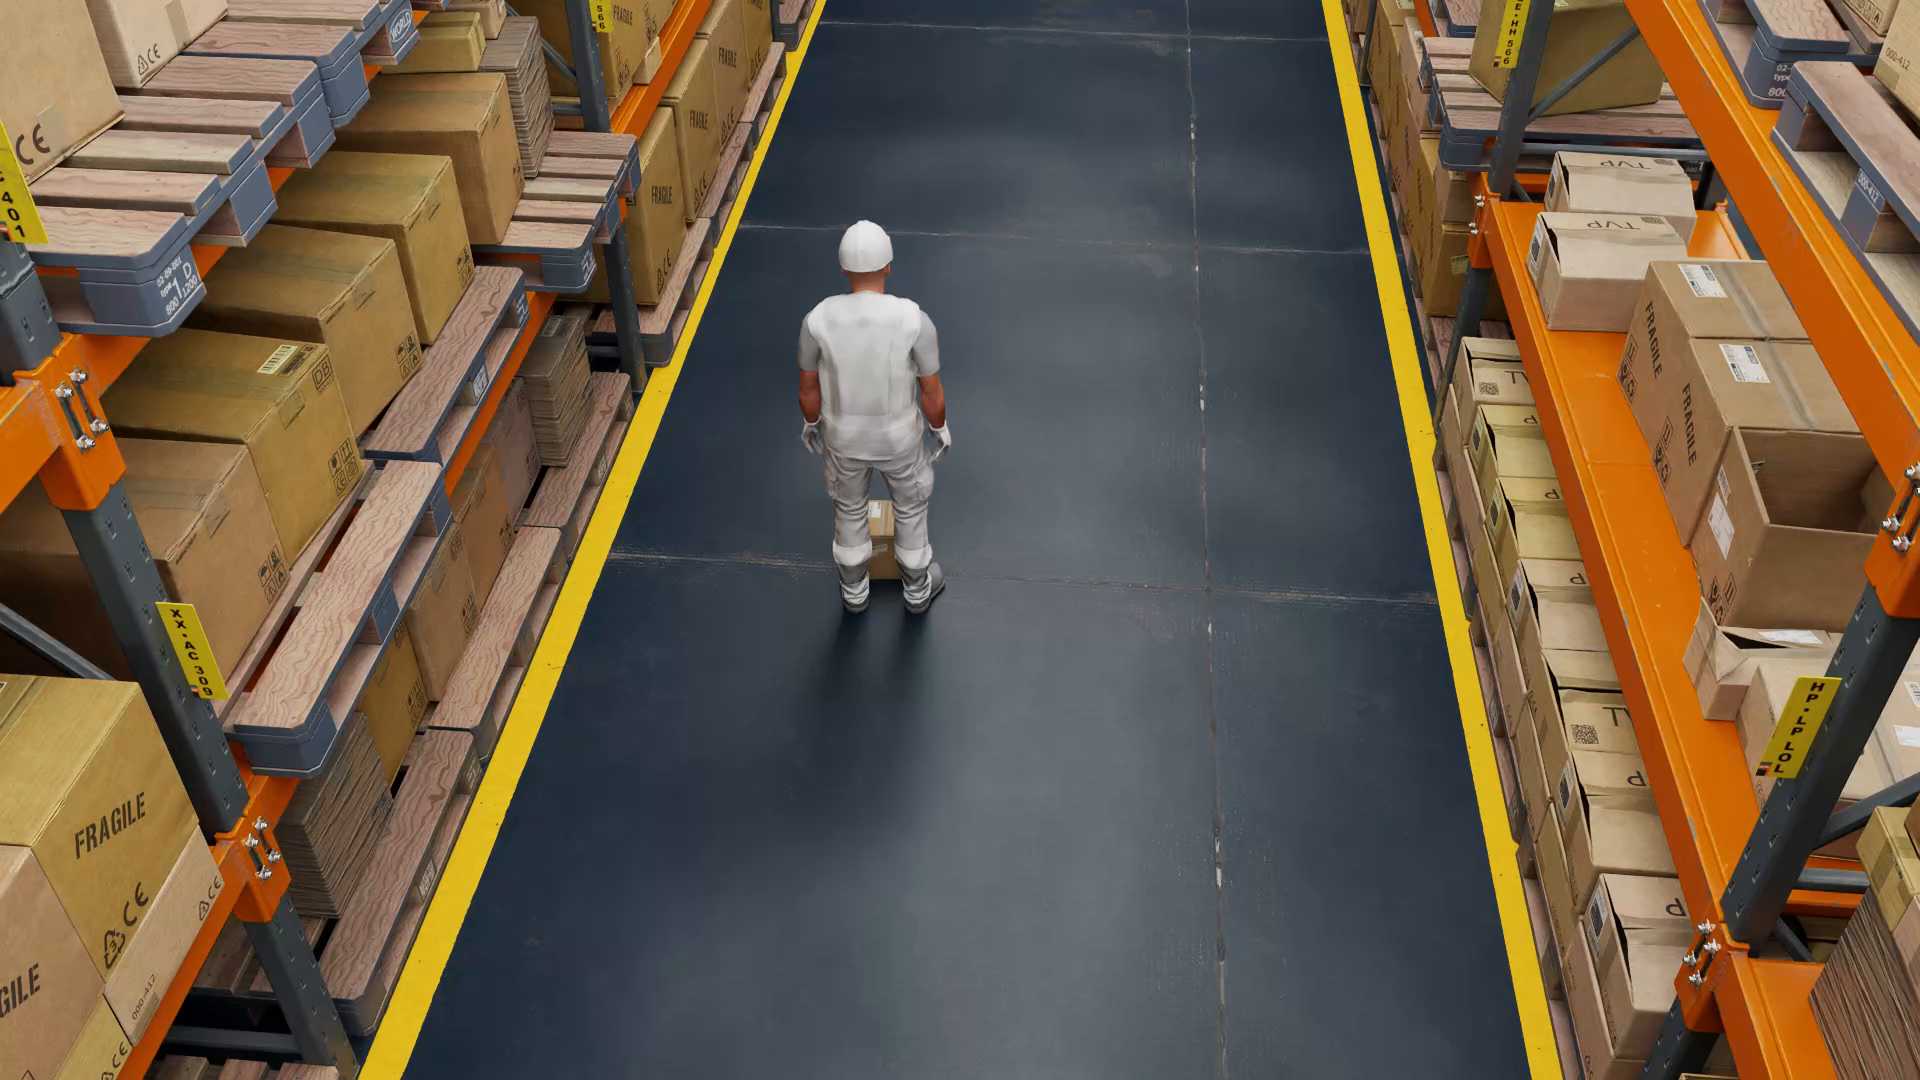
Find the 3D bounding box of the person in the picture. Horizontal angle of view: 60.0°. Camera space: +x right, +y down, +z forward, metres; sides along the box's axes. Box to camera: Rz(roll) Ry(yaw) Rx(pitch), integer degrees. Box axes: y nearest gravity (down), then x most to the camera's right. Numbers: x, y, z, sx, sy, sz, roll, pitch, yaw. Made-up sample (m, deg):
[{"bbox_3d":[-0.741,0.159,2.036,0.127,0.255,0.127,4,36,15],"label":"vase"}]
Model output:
[{"bbox_3d":[-0.338,-0.442,6.677,0.608,1.779,0.450,3,40,4],"label":"person"}]
